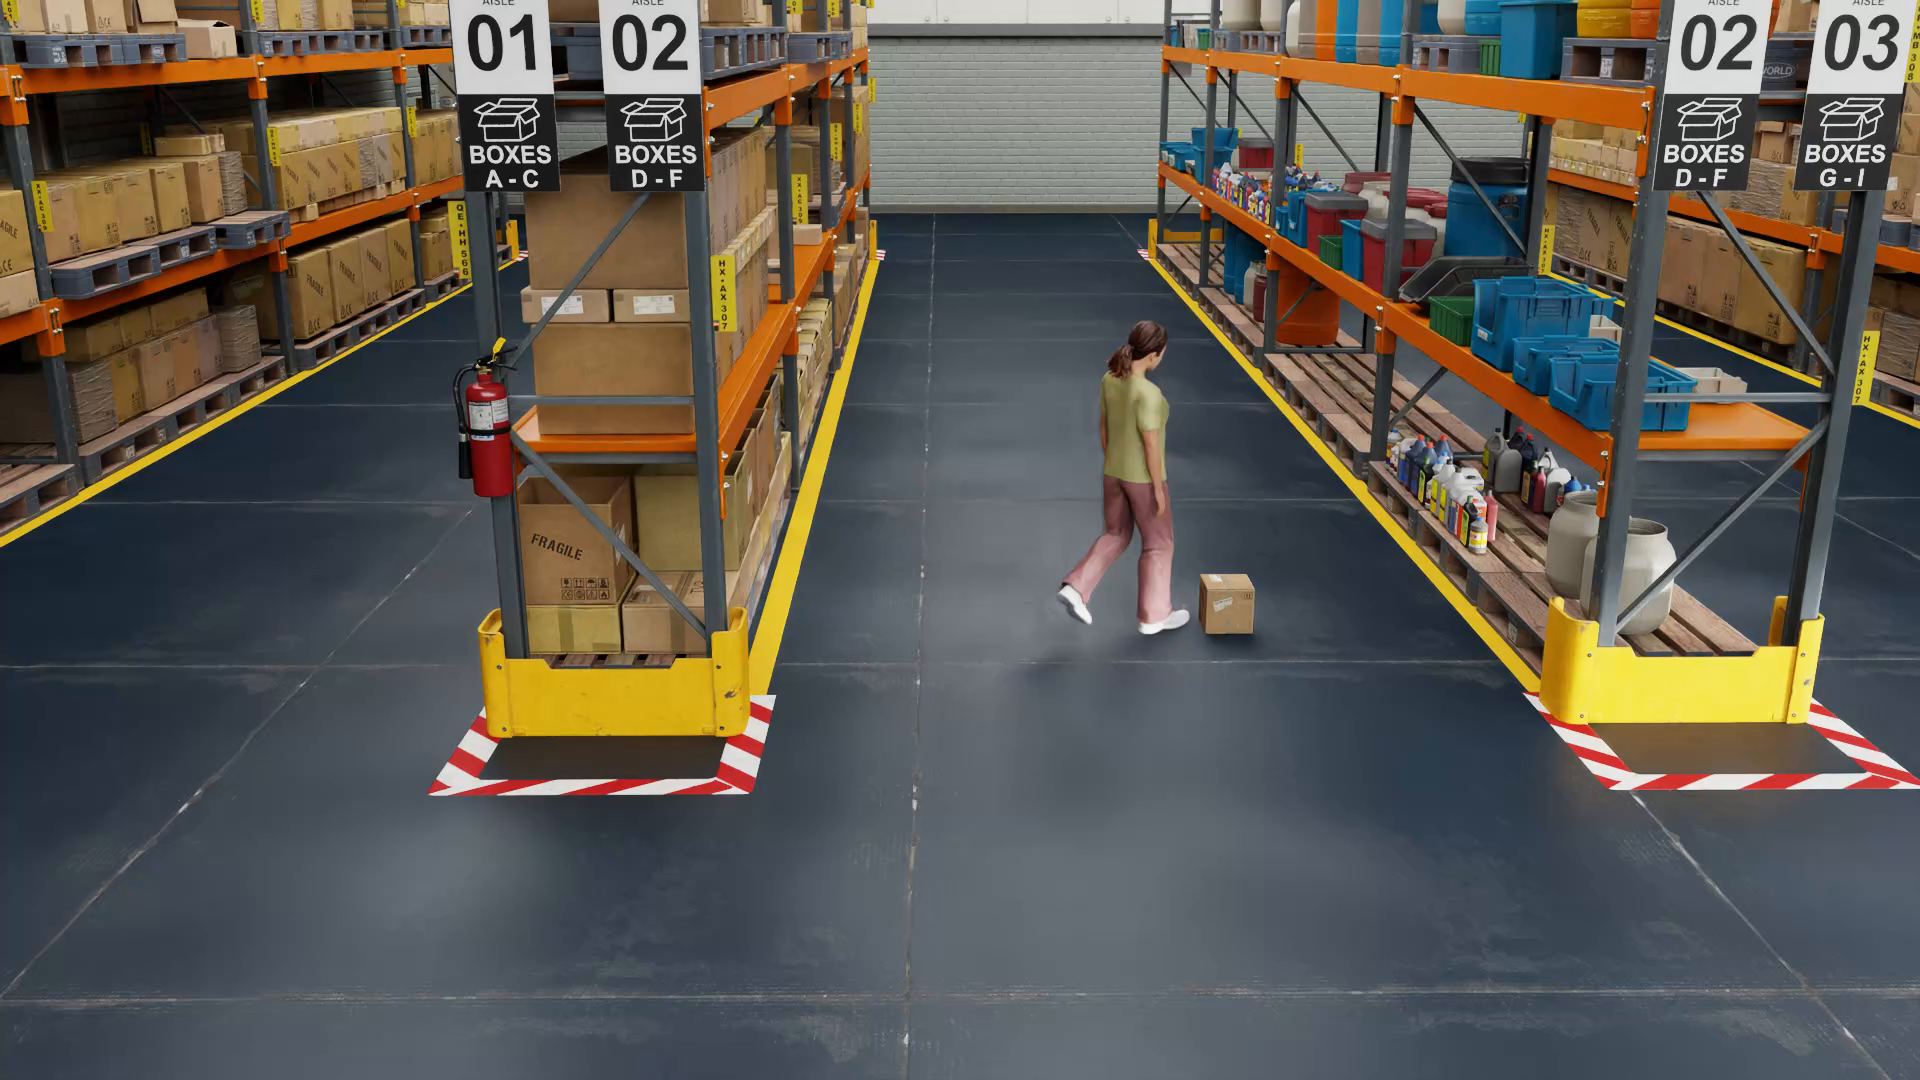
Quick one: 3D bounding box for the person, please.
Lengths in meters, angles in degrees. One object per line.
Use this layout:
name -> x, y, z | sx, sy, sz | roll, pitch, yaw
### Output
person -> 0.864, -0.298, 8.484 | 0.755, 1.661, 0.467 | -12, 21, -34
